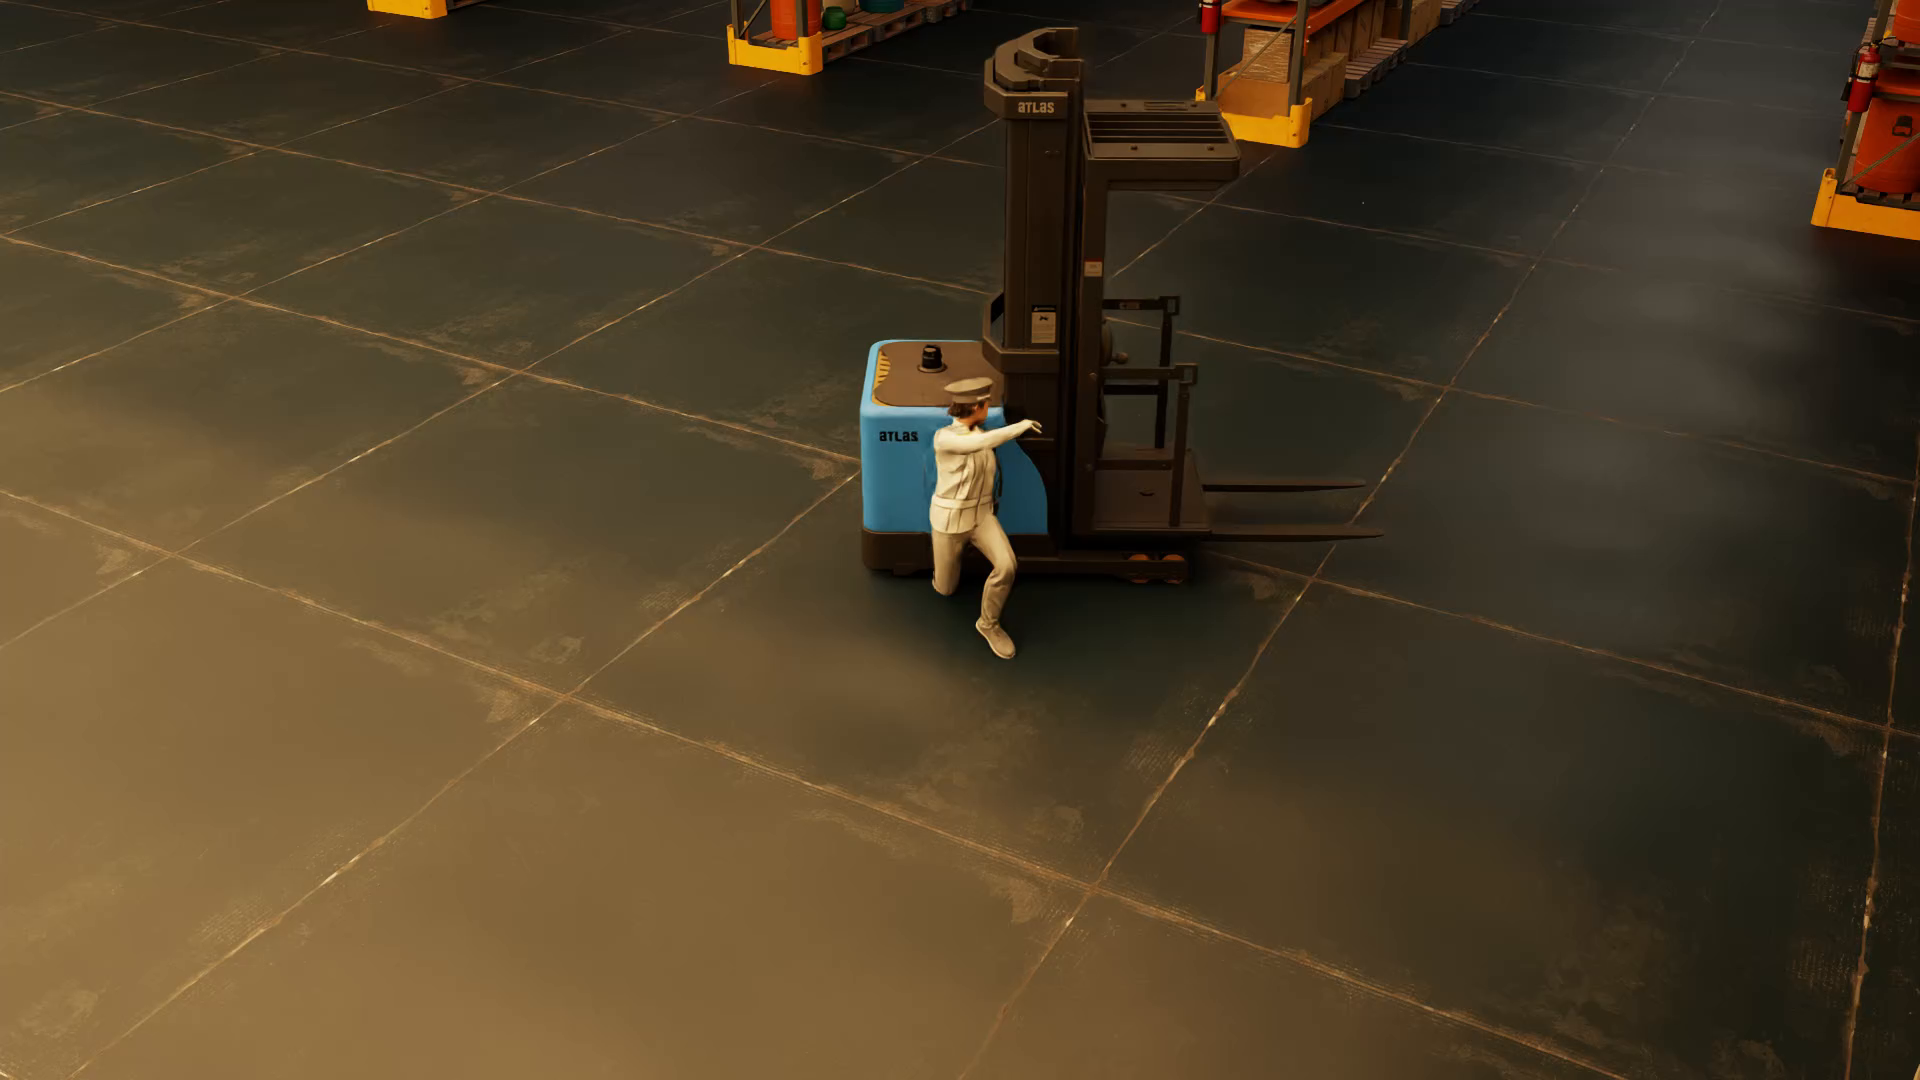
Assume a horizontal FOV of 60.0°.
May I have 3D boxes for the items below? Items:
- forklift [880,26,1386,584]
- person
[{"bbox_3d":[0.956,-1.285,9.298,3.031,2.935,1.121,0,30,1],"label":"forklift"},{"bbox_3d":[0.213,-0.216,8.998,0.823,1.378,0.953,-17,34,-27],"label":"person"}]
